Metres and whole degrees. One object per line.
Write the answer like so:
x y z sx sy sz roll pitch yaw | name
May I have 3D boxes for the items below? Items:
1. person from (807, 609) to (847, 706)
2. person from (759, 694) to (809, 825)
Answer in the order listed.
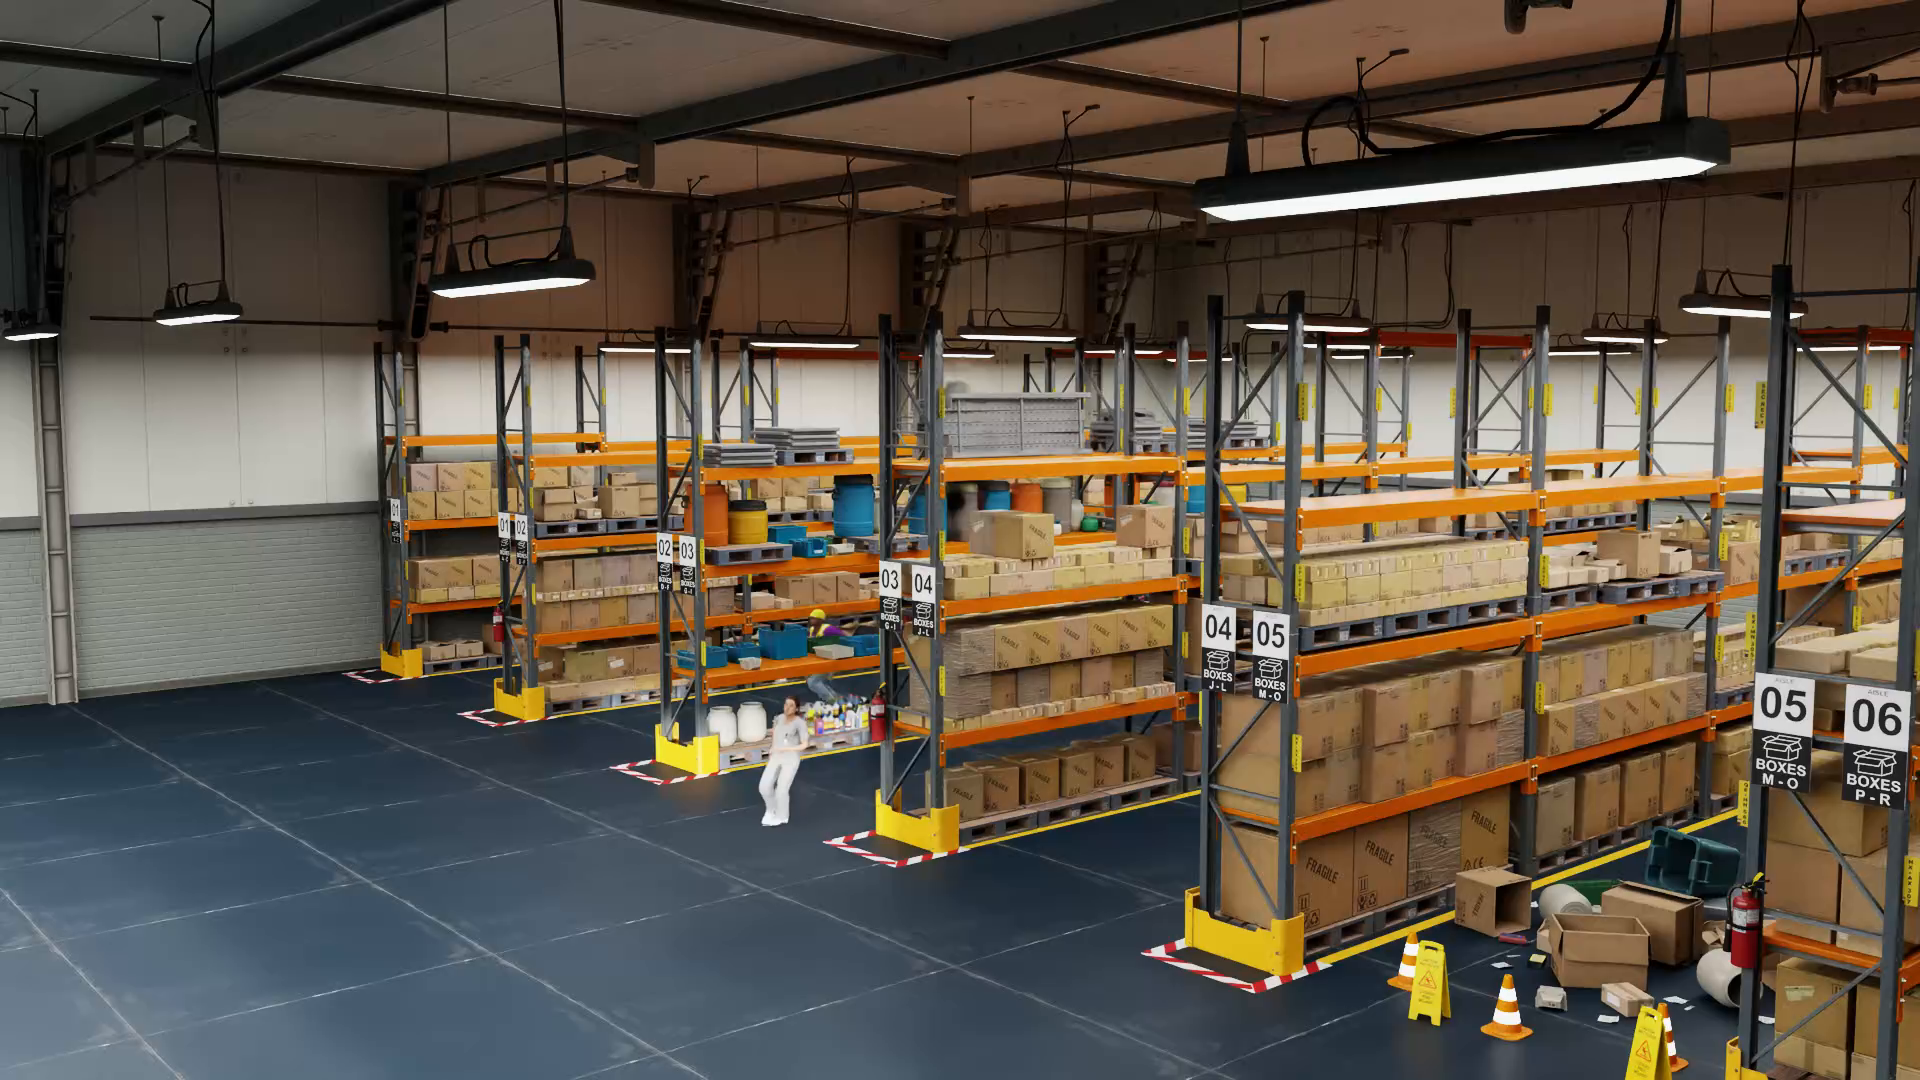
-2.160 1.926 25.977 0.745 1.709 0.743 -4 6 -37 | person
-2.041 2.588 19.443 0.606 1.597 0.599 2 6 24 | person
